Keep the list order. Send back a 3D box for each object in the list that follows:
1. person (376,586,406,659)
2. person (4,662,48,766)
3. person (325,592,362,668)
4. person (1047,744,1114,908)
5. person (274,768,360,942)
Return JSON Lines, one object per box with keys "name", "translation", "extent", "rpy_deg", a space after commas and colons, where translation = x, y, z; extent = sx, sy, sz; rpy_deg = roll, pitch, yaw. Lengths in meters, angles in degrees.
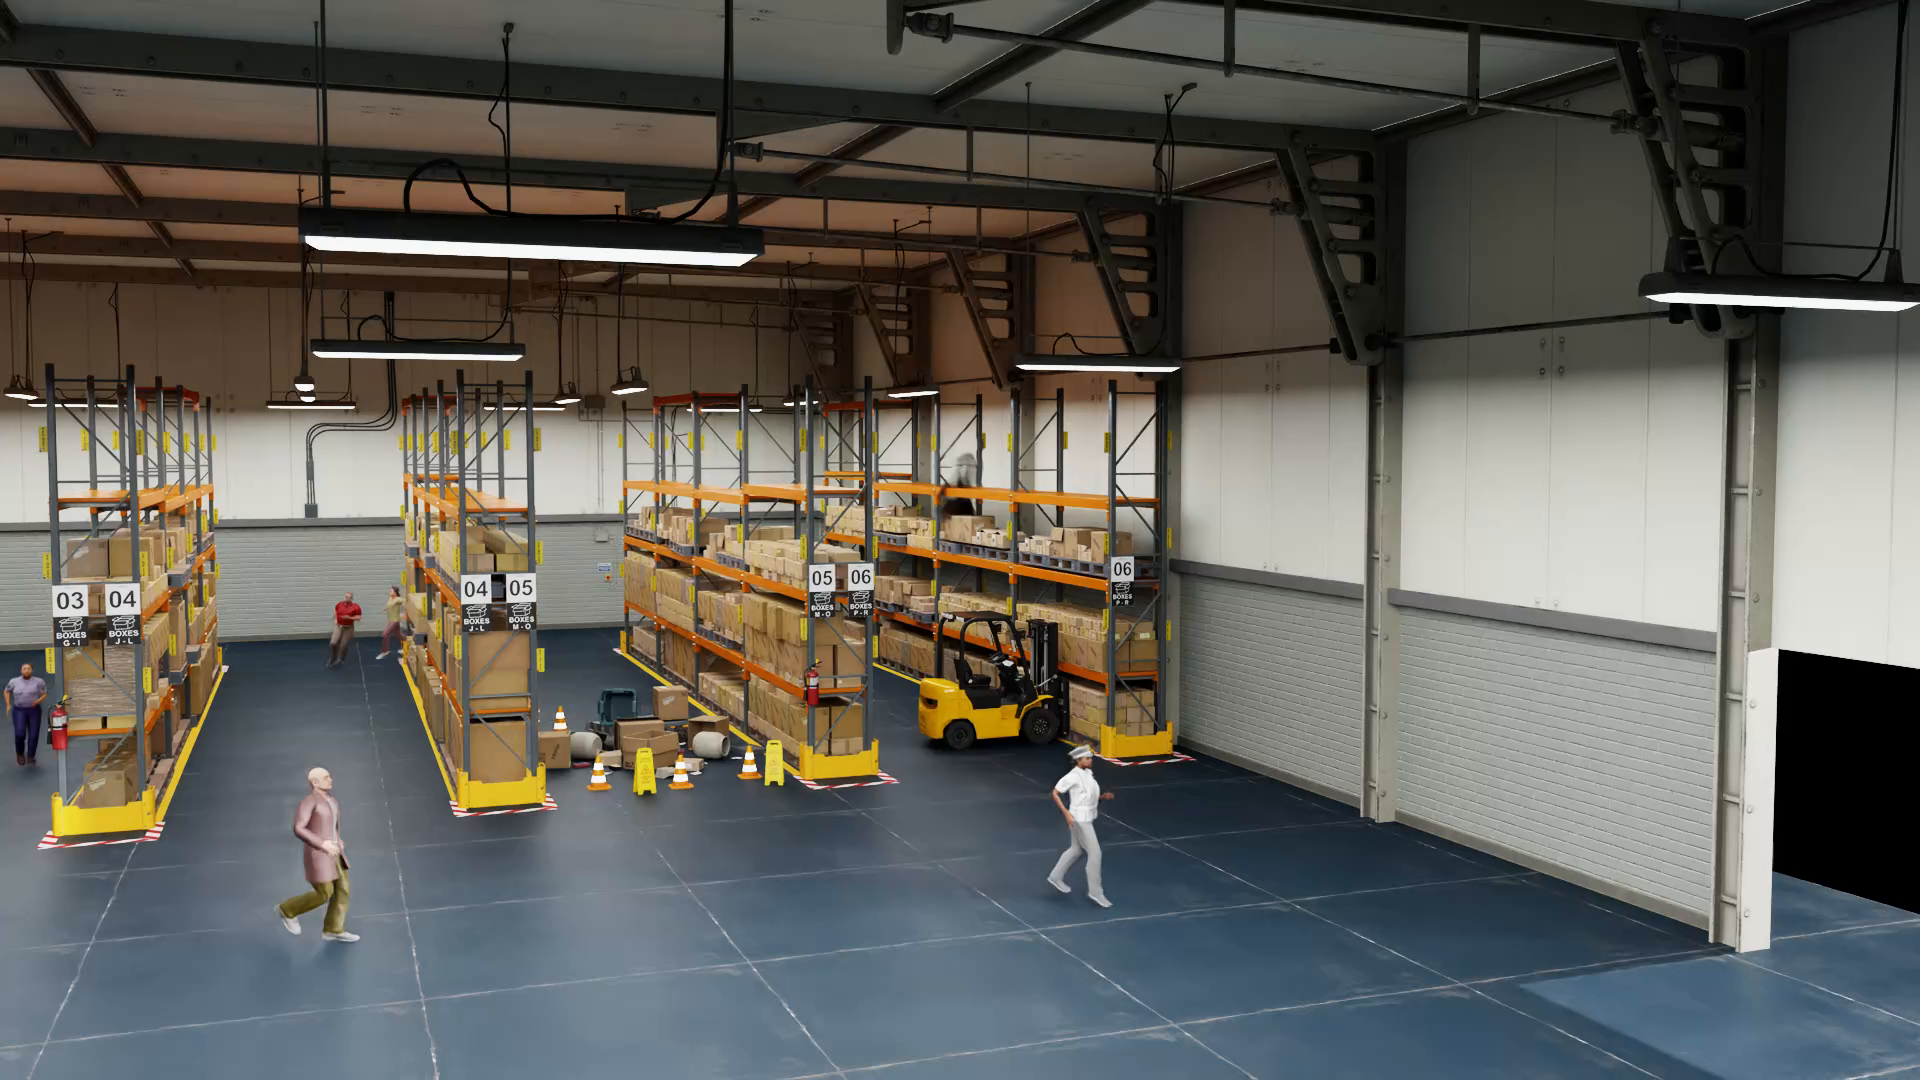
{"name": "person", "translation": [-13.160, 1.909, 38.770], "extent": [0.838, 1.697, 0.612], "rpy_deg": [-3, 5, -43]}
{"name": "person", "translation": [-14.400, 2.691, 25.660], "extent": [0.576, 1.601, 0.712], "rpy_deg": [-2, 4, -33]}
{"name": "person", "translation": [-13.774, 2.015, 37.180], "extent": [0.802, 1.719, 0.681], "rpy_deg": [0, 3, -6]}
{"name": "person", "translation": [1.307, 3.089, 18.123], "extent": [0.803, 1.748, 0.555], "rpy_deg": [1, 4, 23]}
{"name": "person", "translation": [-6.455, 3.159, 16.678], "extent": [0.833, 1.760, 0.718], "rpy_deg": [0, 3, 6]}
